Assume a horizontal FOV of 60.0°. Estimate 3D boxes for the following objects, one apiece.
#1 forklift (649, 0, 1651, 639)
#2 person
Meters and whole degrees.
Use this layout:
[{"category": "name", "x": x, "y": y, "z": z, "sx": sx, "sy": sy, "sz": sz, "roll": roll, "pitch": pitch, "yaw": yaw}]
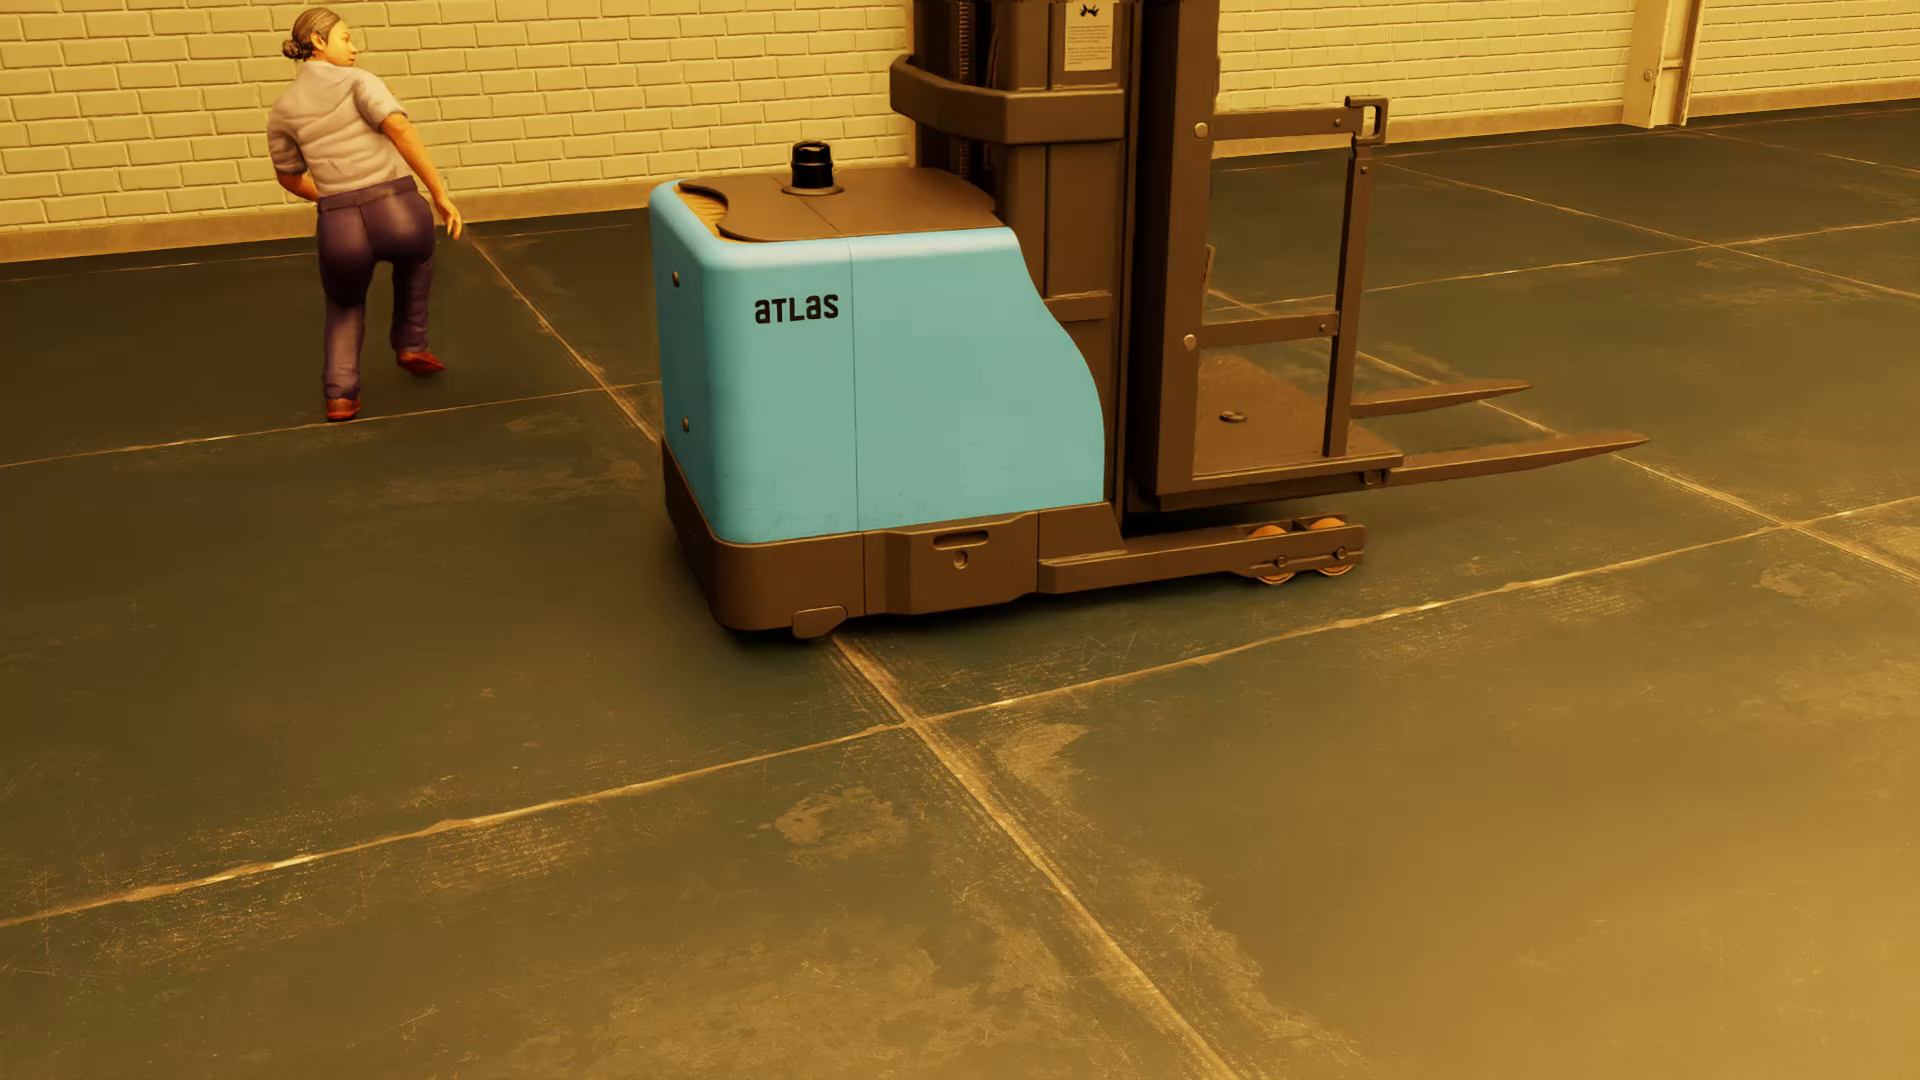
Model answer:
[{"category": "forklift", "x": 0.663, "y": -1.410, "z": 4.681, "sx": 3.031, "sy": 2.935, "sz": 1.130, "roll": -7, "pitch": 24, "yaw": -17}, {"category": "person", "x": -2.152, "y": -1.207, "z": 6.155, "sx": 0.705, "sy": 1.460, "sz": 0.713, "roll": -2, "pitch": 23, "yaw": -6}]
